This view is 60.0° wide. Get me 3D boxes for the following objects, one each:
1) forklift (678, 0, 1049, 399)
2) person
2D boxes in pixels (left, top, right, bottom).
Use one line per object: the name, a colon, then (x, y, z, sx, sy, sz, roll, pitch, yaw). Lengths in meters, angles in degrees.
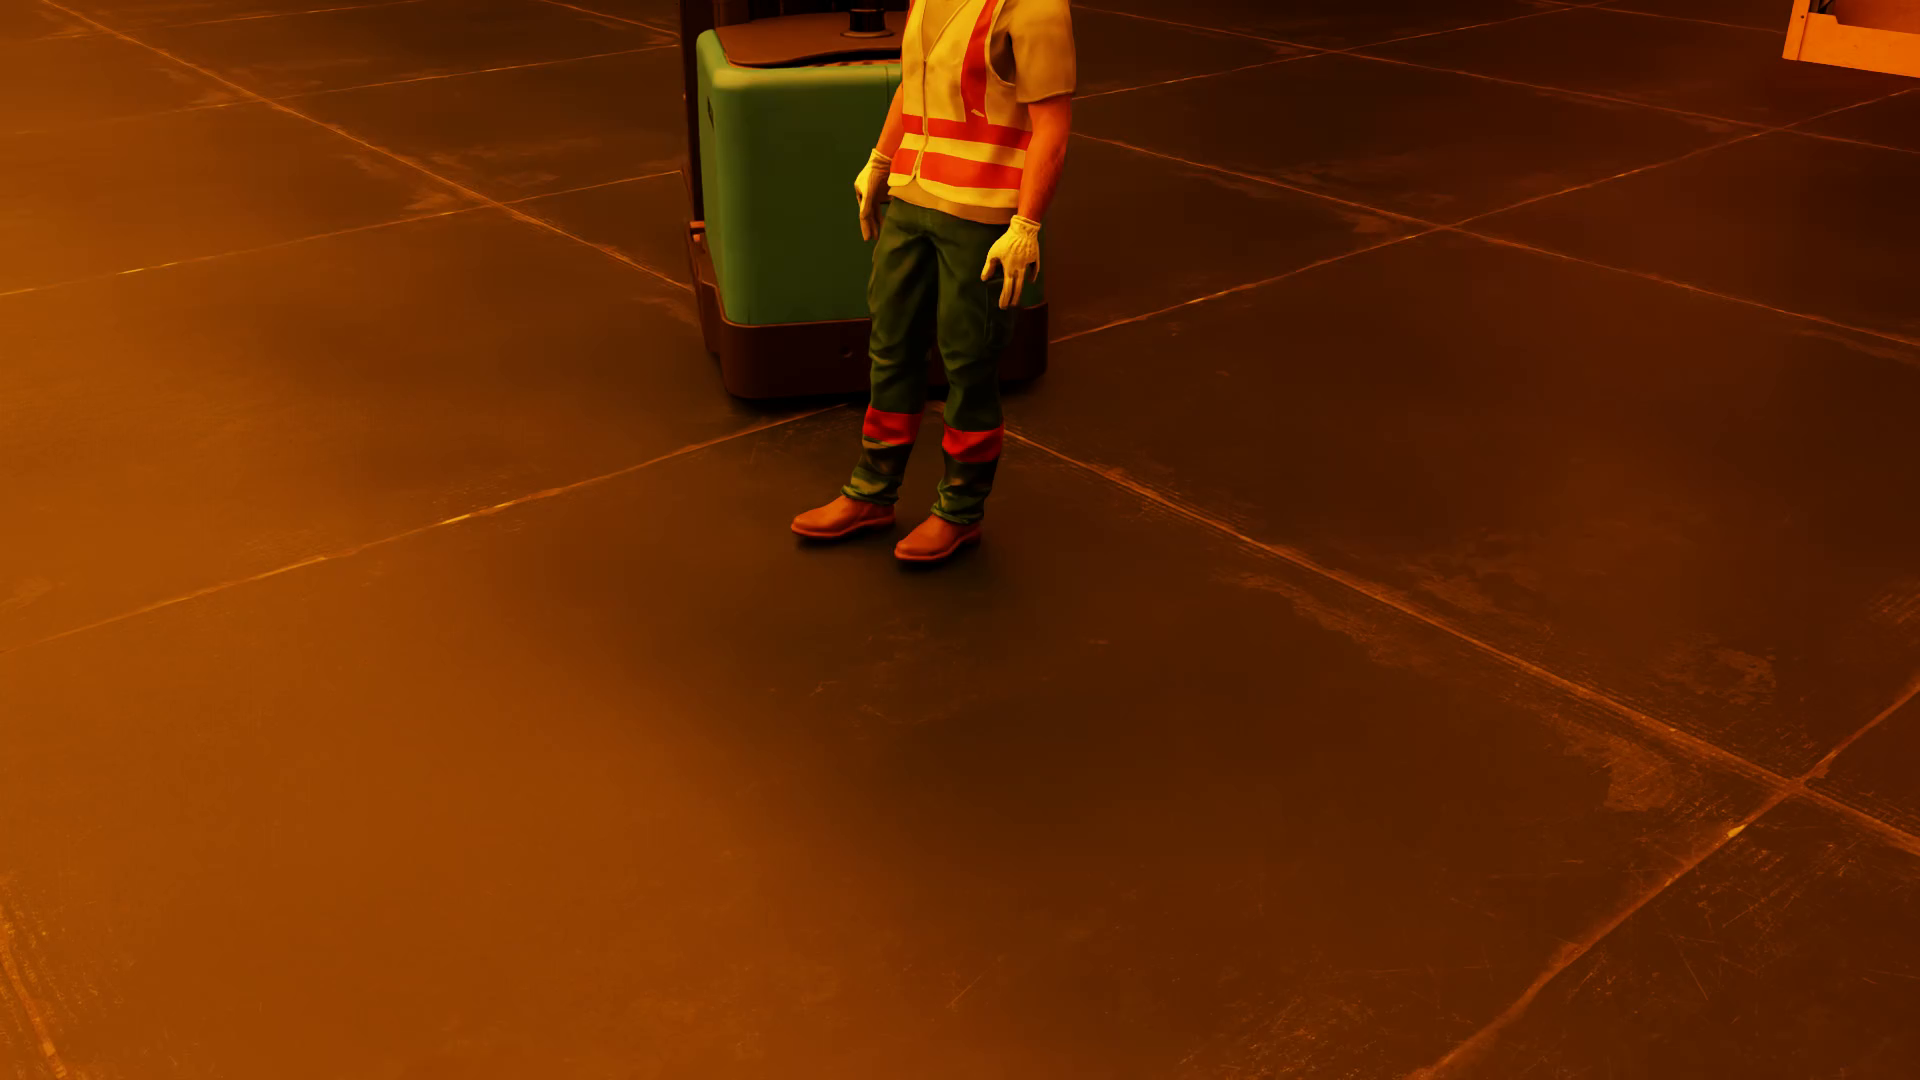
forklift: (-0.516, -2.389, 6.019, 1.130, 2.935, 3.031, -5, 27, -10)
person: (-0.069, -0.790, 4.063, 0.564, 1.787, 0.637, -20, 33, -35)
